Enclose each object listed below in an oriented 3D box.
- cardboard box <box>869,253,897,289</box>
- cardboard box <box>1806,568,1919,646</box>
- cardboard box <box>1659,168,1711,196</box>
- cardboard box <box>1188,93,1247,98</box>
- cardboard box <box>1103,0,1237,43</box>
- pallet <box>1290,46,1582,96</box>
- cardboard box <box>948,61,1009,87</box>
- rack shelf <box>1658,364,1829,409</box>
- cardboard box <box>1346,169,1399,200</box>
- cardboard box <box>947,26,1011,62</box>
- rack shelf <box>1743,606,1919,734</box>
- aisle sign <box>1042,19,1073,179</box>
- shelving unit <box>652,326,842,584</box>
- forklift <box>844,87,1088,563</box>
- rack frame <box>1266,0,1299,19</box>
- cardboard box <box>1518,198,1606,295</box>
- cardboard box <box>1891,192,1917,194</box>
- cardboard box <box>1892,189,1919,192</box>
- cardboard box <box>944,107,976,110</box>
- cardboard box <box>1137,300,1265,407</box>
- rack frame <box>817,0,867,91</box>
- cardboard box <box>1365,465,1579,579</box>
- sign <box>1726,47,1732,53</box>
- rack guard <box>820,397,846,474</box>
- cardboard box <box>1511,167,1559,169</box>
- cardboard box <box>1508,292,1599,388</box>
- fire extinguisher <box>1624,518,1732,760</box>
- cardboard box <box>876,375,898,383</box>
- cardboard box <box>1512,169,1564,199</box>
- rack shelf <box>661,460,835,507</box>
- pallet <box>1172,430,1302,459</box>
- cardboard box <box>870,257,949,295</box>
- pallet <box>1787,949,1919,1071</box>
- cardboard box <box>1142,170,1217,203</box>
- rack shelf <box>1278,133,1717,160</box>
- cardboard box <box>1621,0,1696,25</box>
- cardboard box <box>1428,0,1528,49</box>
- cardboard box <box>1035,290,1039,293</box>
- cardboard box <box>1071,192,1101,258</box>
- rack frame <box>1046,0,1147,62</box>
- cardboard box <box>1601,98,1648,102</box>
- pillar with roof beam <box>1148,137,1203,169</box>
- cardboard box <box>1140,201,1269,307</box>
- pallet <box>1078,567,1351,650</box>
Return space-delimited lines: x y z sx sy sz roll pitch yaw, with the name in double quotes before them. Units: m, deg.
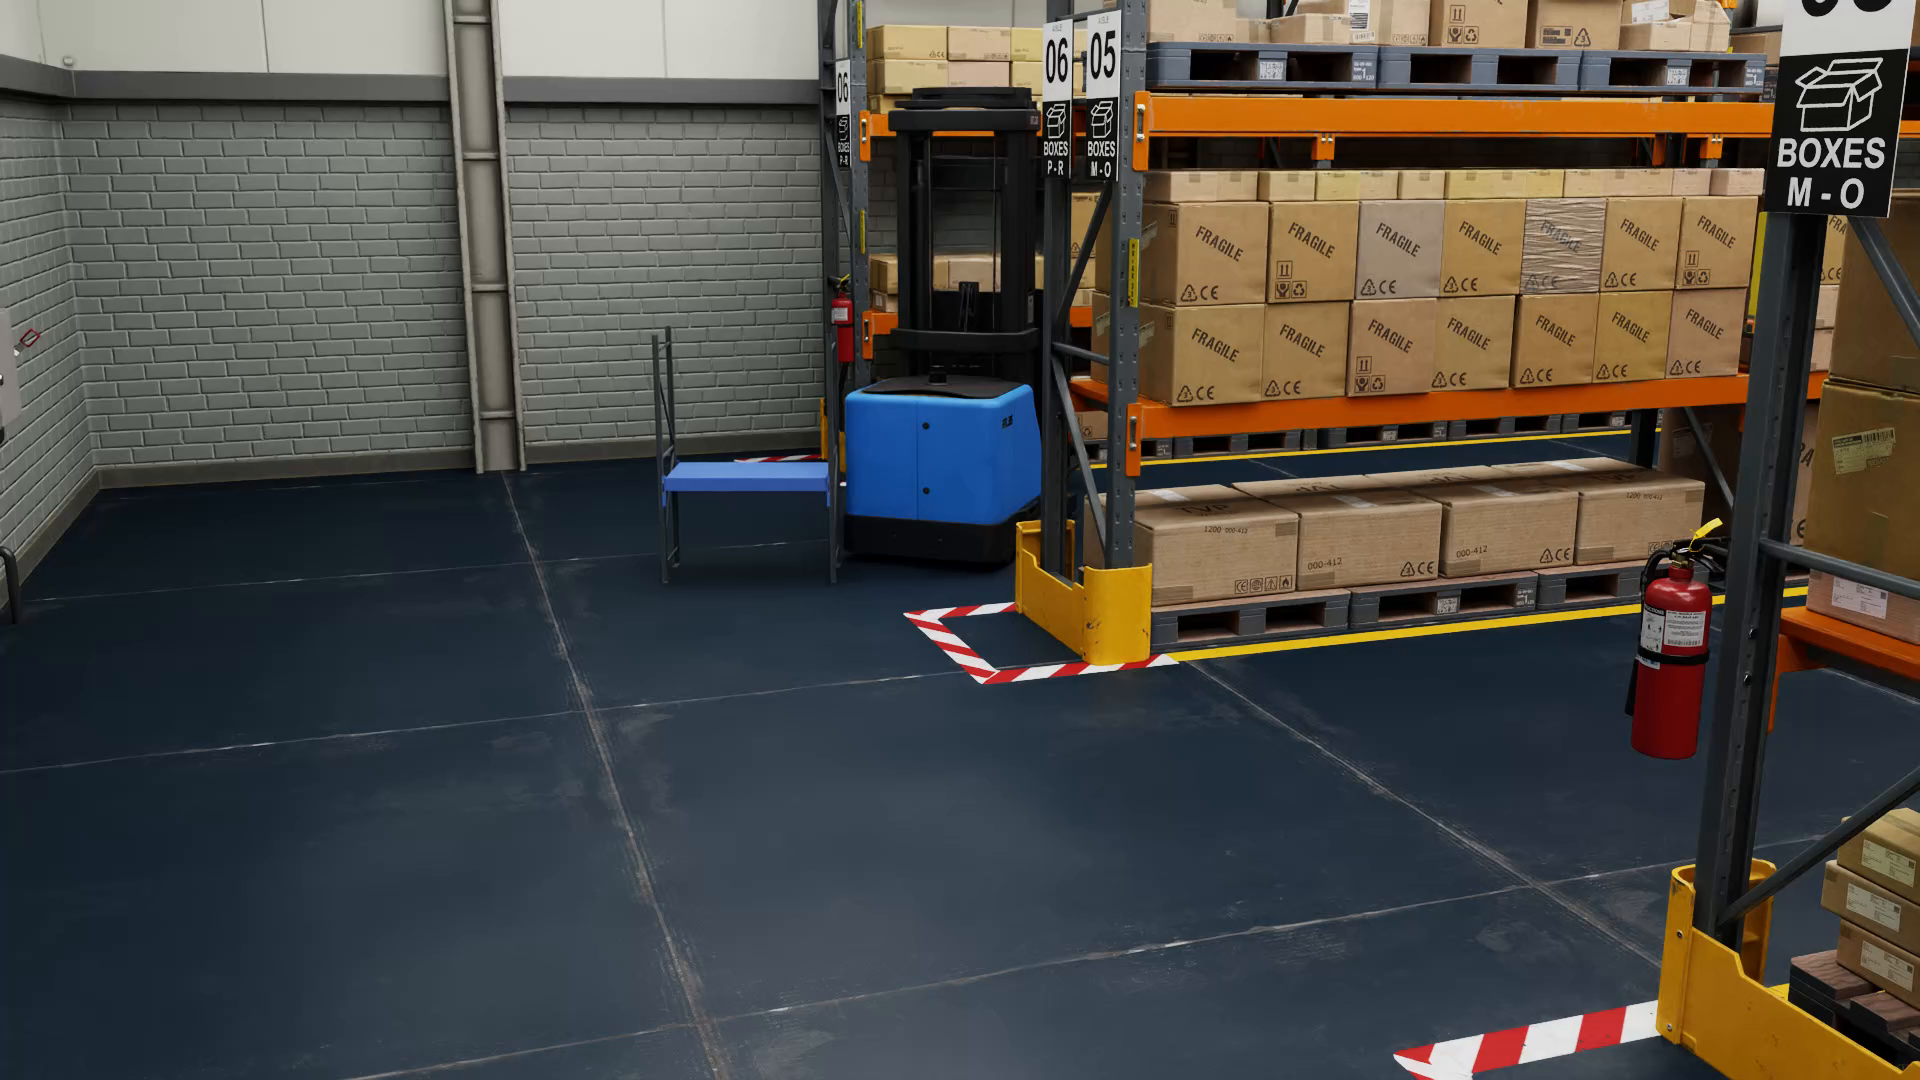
"cardboard box" -0.566 -2.210 13.634 0.500 0.250 0.500 -4 14 -16
"cardboard box" 2.563 0.156 4.546 0.250 0.149 0.380 -4 14 -18
"cardboard box" 3.986 -2.016 9.356 0.250 0.149 0.380 -4 14 -17
"cardboard box" 2.007 -3.741 13.589 0.500 0.250 0.500 -5 14 -20
"cardboard box" 1.067 -2.650 8.520 0.500 0.250 0.500 -6 15 -23
"pallet" 2.527 -2.522 8.973 1.213 0.211 1.003 -4 14 -18
"cardboard box" 0.066 -3.592 12.962 0.500 0.250 0.500 -4 14 -17
"rack shelf" 6.356 -1.051 10.633 4.000 0.370 1.077 -4 14 -18
"cardboard box" 2.079 -1.857 8.691 0.250 0.149 0.380 -4 14 -18
"cardboard box" 0.071 -3.832 12.888 0.500 0.250 0.500 -5 14 -18
"rack shelf" 4.239 0.323 4.859 4.000 0.370 1.077 -4 14 -18
"aisle sign" 0.502 -2.285 8.650 0.004 0.787 0.394 -4 14 -18
"shelving unit" -1.274 -0.524 10.104 1.048 1.500 0.538 0 13 0
"forklift" 0.205 -1.579 11.446 1.130 2.935 3.031 4 14 18
"rack frame" 2.874 -5.260 13.810 0.127 3.000 1.000 -4 14 -18
"cardboard box" 3.138 -1.618 9.084 0.500 0.500 0.500 -4 14 -17
"cardboard box" 5.443 -1.801 9.856 0.500 0.500 0.500 -5 14 -18
"cardboard box" 5.779 -1.949 10.478 0.500 0.500 0.500 -4 14 -16
"cardboard box" -0.052 -3.396 12.999 0.250 0.149 0.380 -4 14 -18
"cardboard box" 1.216 -0.979 8.560 0.500 0.500 0.500 -5 14 -19
"rack frame" -0.917 -4.965 12.569 0.127 3.000 1.000 -4 14 -18
"cardboard box" 2.983 -0.122 9.803 0.875 0.438 0.875 -5 14 -20
"sign" 6.836 -4.228 14.838 0.005 0.325 0.100 -4 14 -18
"rack guard" -0.845 -0.836 13.576 0.348 0.500 1.175 -4 14 -18
"cardboard box" 3.357 -2.082 9.635 0.250 0.149 0.380 -5 14 -18
"cardboard box" 3.145 -1.132 9.204 0.500 0.500 0.500 -5 14 -19
"fire extinguisher" 1.958 0.257 4.554 0.183 0.674 0.296 -4 14 -18
"cardboard box" -0.307 -1.060 13.606 0.637 0.503 0.797 -5 14 -20
"cardboard box" 3.038 -1.931 8.999 0.250 0.149 0.380 -5 14 -19
"rack shelf" -1.274 -0.349 10.146 1.000 0.185 0.538 0 13 0
"pallet" 2.223 -0.934 14.615 1.213 0.211 1.003 -4 14 -18
"cardboard box" -0.401 -2.092 13.139 0.500 0.250 0.500 -4 14 -18
"pallet" 3.197 1.419 4.721 1.213 0.211 1.003 -4 14 -18
"cardboard box" 1.094 -1.774 8.340 0.250 0.149 0.380 -4 14 -17
"rack shelf" 4.769 -3.598 14.861 4.000 0.370 1.077 -4 14 -18
"cardboard box" 3.836 -3.017 9.521 0.500 0.500 0.500 -4 14 -17
"cardboard box" 2.628 -2.835 8.756 0.500 0.500 0.500 -4 14 -17
"cardboard box" 0.455 -1.970 13.486 0.250 0.149 0.380 -4 14 -17
"cardboard box" 1.020 -2.568 13.518 0.500 0.500 0.500 -4 14 -17
"rack frame" 0.669 -3.876 7.994 0.127 3.000 1.000 -4 14 -18
"cardboard box" 5.780 -3.895 14.876 0.500 0.250 0.500 -4 14 -18
"pillar with roof beam" 3.300 -4.462 10.456 0.400 9.000 9.100 -4 14 -18
"cardboard box" 1.215 -1.466 8.447 0.500 0.500 0.500 -5 14 -19
"pallet" 1.402 0.323 9.331 1.213 0.211 1.003 -4 14 -18
